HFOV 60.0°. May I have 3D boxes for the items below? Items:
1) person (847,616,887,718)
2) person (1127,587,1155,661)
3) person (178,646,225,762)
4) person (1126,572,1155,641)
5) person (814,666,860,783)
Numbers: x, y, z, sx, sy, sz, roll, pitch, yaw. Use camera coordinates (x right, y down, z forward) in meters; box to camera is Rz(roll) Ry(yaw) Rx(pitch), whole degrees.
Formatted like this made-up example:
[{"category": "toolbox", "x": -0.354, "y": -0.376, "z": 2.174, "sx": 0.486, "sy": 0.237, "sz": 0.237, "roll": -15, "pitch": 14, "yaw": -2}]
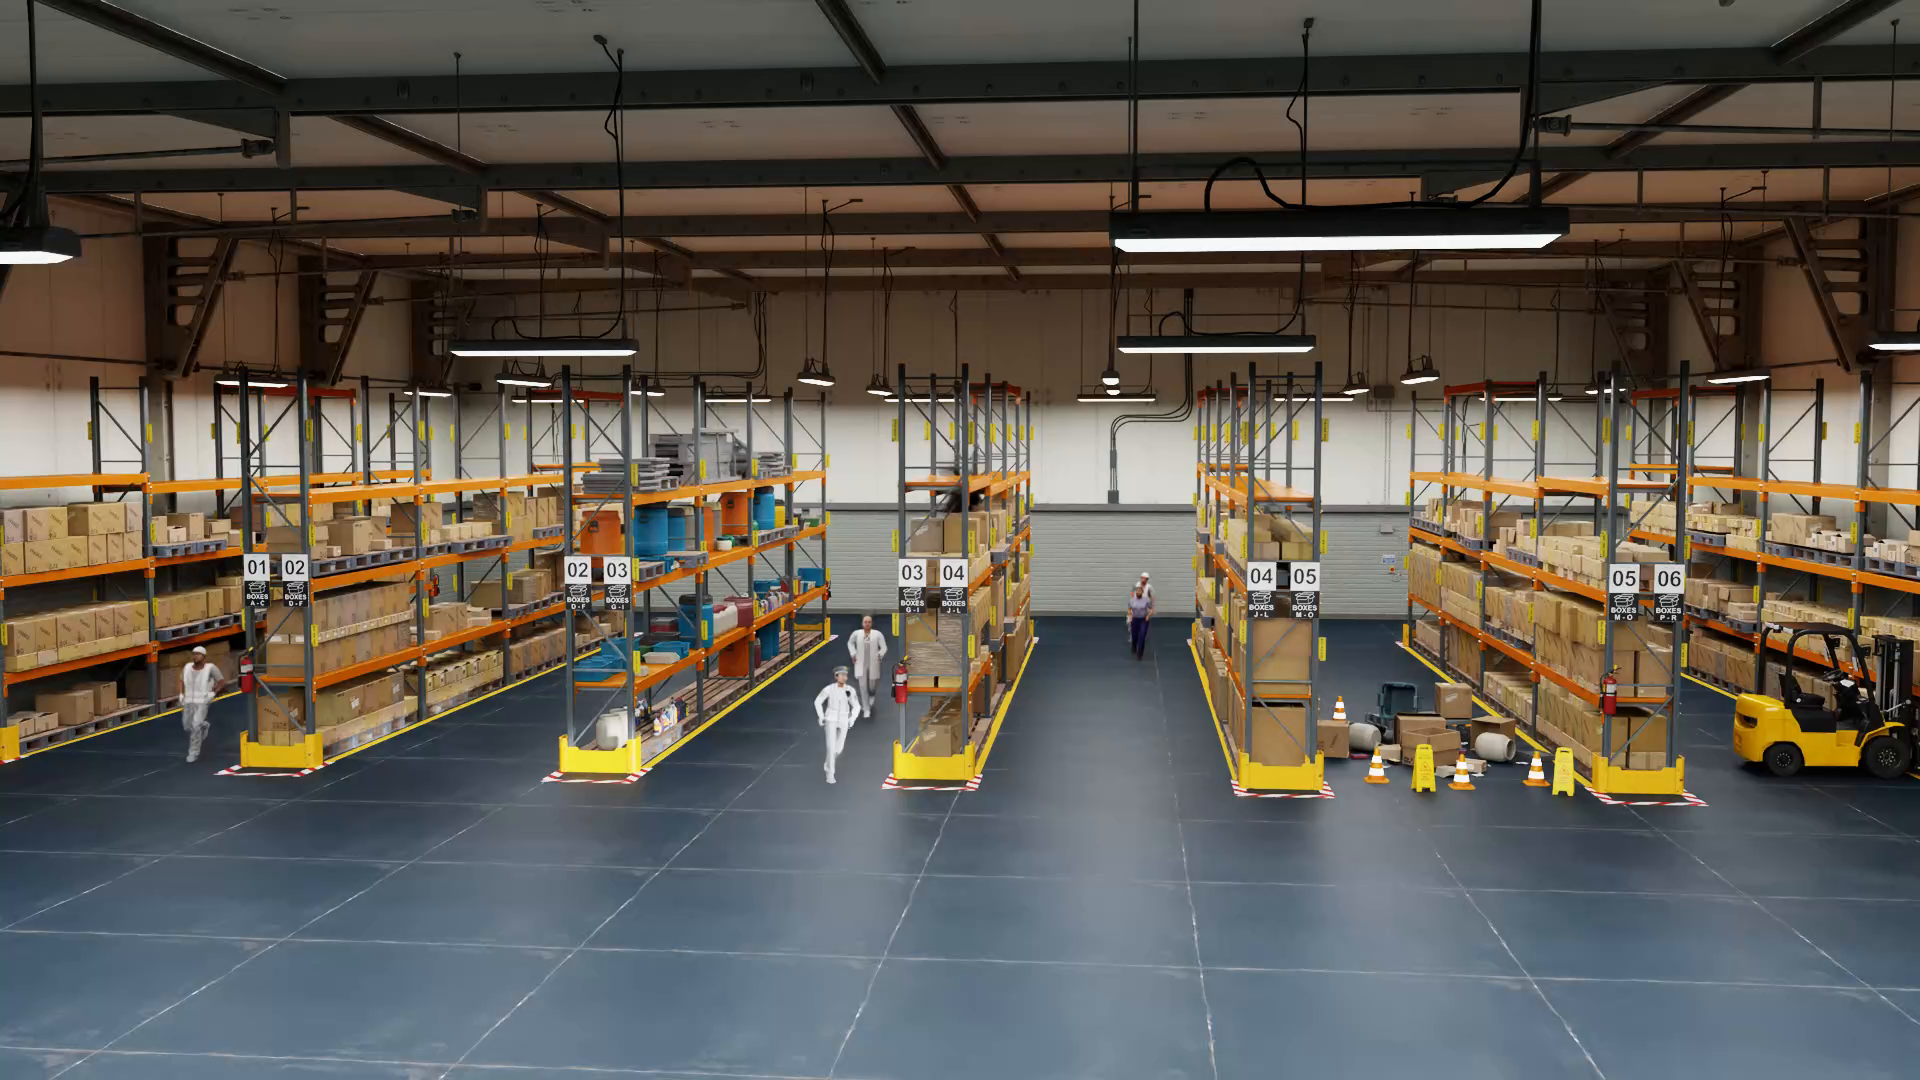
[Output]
[{"category": "person", "x": -1.657, "y": 2.238, "z": 29.612, "sx": 0.711, "sy": 1.769, "sz": 0.885, "roll": 0, "pitch": 4, "yaw": -2}, {"category": "person", "x": 4.015, "y": 1.849, "z": 36.935, "sx": 0.607, "sy": 1.615, "sz": 0.641, "roll": 1, "pitch": 4, "yaw": 13}, {"category": "person", "x": -11.752, "y": 2.508, "z": 25.739, "sx": 0.688, "sy": 1.744, "sz": 0.852, "roll": 0, "pitch": 4, "yaw": 5}, {"category": "person", "x": 4.269, "y": 1.604, "z": 39.593, "sx": 0.765, "sy": 1.688, "sz": 0.577, "roll": 2, "pitch": 4, "yaw": 27}, {"category": "person", "x": -1.774, "y": 2.644, "z": 24.096, "sx": 0.666, "sy": 1.663, "sz": 0.626, "roll": -1, "pitch": 4, "yaw": -13}]
